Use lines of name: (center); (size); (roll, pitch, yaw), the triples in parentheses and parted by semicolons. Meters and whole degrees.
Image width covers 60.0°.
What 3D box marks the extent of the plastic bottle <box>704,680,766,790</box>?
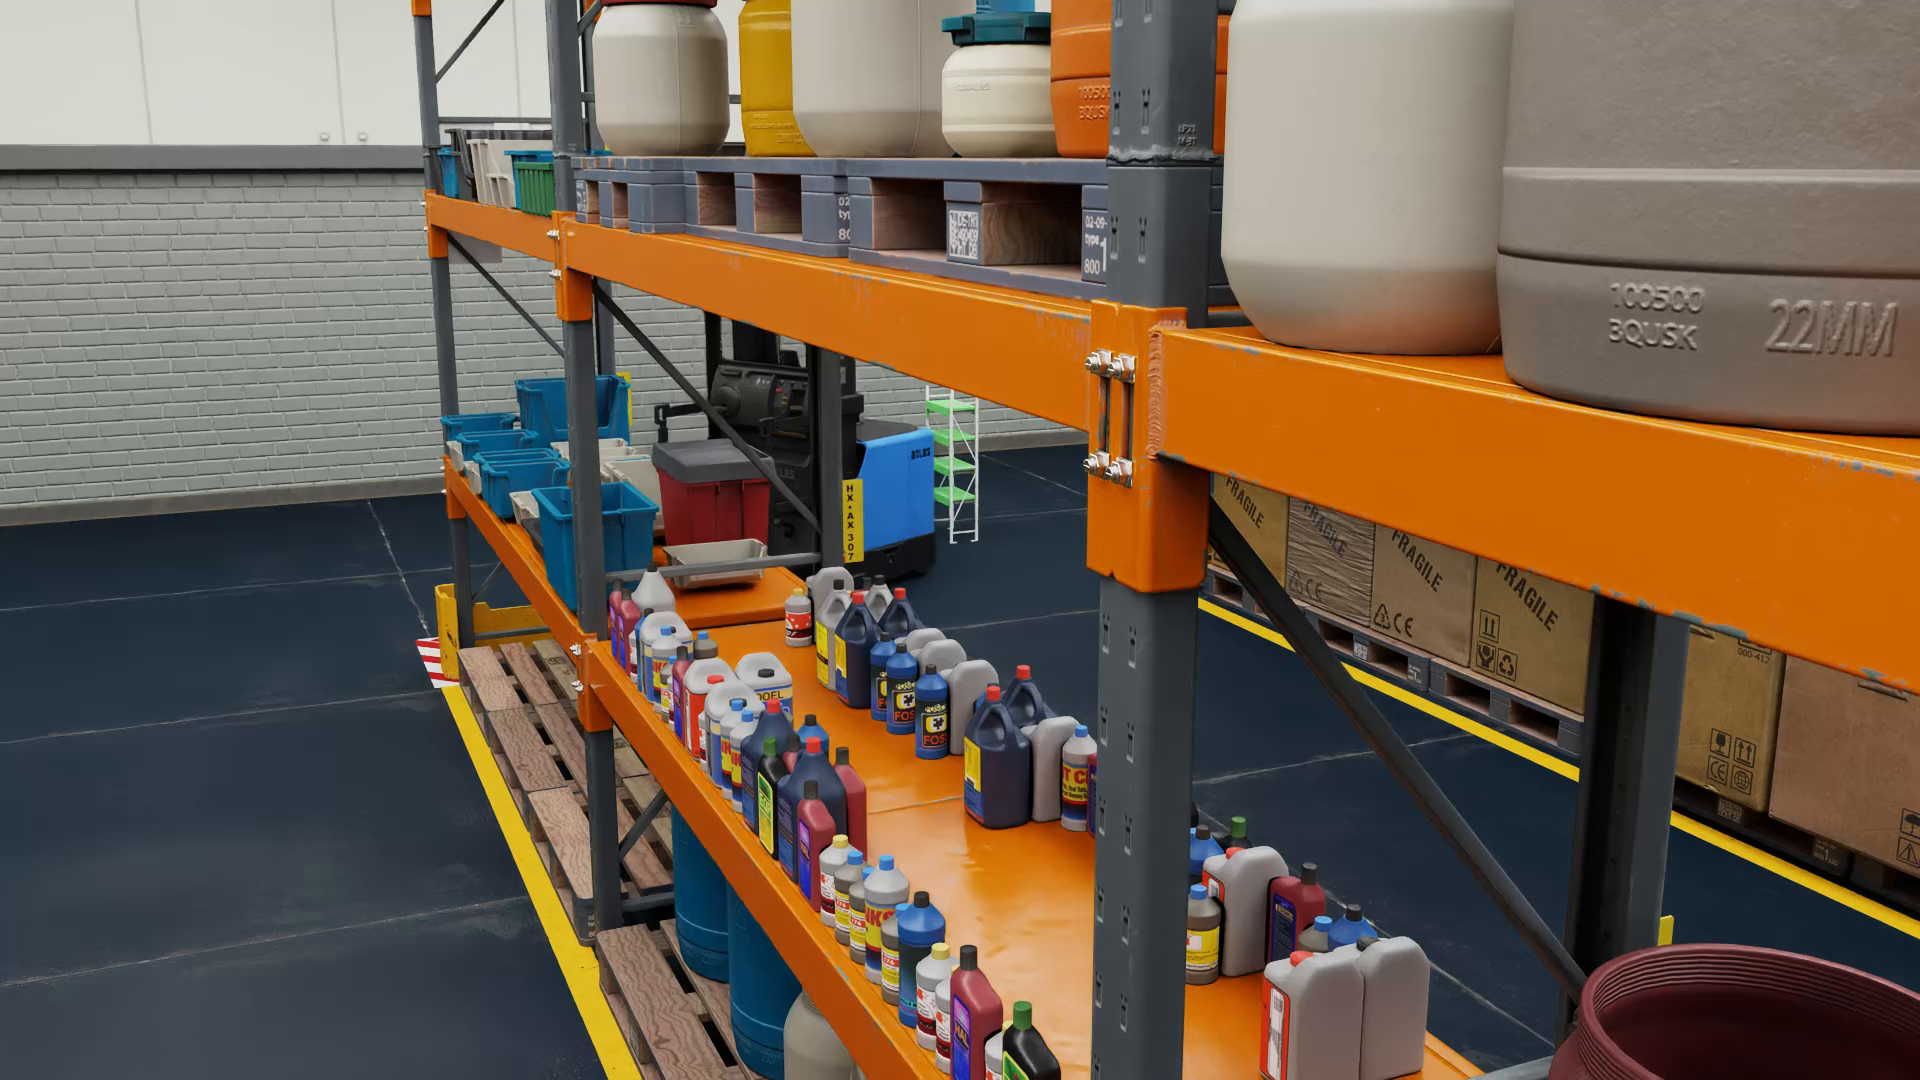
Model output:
plastic bottle: (-0.627, 0.541, 4.655); (0.152, 0.276, 0.135); (-6, 14, -23)

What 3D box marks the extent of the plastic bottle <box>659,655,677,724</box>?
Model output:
plastic bottle: (-0.883, 0.460, 5.169); (0.097, 0.201, 0.097); (0, 13, 0)

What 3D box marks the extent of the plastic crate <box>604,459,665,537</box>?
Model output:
plastic crate: (-1.370, -0.192, 7.678); (0.437, 0.282, 0.530); (-6, 14, -23)

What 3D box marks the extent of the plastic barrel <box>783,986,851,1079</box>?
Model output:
plastic barrel: (-0.296, 1.504, 4.806); (0.421, 0.512, 0.421); (0, 13, 0)

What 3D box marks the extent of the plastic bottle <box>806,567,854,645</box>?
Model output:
plastic bottle: (-0.473, 0.224, 6.024); (0.152, 0.276, 0.135); (-6, 14, -23)

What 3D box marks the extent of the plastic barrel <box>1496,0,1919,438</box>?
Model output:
plastic barrel: (0.806, -0.579, 1.453); (0.600, 0.901, 0.600); (0, 13, 0)

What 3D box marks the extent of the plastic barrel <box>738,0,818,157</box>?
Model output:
plastic barrel: (-0.375, -1.476, 5.094); (0.600, 0.588, 0.600); (0, 13, 0)

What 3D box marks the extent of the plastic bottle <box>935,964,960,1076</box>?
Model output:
plastic bottle: (0.001, 0.916, 3.199); (0.097, 0.201, 0.097); (0, 13, 0)

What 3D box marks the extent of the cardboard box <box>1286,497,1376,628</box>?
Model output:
cardboard box: (2.703, -0.019, 10.580); (0.875, 0.875, 0.875); (-6, 14, -23)

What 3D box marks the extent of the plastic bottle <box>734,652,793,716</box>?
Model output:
plastic bottle: (-0.580, 0.479, 4.921); (0.152, 0.276, 0.135); (-6, 14, -23)

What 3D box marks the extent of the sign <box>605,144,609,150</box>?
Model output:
sign: (-2.031, -2.178, 9.710); (0.100, 0.325, 0.005); (-6, 14, -23)

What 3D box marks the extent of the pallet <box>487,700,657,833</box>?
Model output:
pallet: (-1.749, 1.069, 8.283); (1.003, 0.211, 1.213); (-6, 14, -23)

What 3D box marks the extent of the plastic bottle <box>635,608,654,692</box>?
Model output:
plastic bottle: (-1.015, 0.358, 5.455); (0.097, 0.271, 0.097); (0, 13, 0)

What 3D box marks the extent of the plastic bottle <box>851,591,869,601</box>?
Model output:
plastic bottle: (-0.326, 0.300, 5.698); (0.152, 0.276, 0.135); (-6, 14, -23)

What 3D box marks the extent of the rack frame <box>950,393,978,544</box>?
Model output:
rack frame: (0.031, -0.568, 13.165); (0.240, 1.200, 0.015); (-6, 14, -23)

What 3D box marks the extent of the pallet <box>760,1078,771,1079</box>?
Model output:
pallet: (-0.163, 1.886, 4.755); (1.003, 0.211, 1.213); (-6, 14, -23)

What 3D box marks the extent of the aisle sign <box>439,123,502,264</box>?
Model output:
aisle sign: (-2.830, -1.970, 9.462); (0.394, 0.787, 0.004); (-6, 14, -23)

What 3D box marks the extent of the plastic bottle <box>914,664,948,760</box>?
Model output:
plastic bottle: (-0.084, 0.497, 4.856); (0.097, 0.271, 0.097); (0, 13, 0)

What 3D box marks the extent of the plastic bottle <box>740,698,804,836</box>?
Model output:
plastic bottle: (-0.488, 0.578, 4.328); (0.144, 0.351, 0.185); (-6, 14, -23)

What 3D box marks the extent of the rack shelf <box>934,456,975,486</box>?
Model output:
rack shelf: (-0.066, -0.556, 13.397); (0.258, 0.148, 0.480); (-6, 14, -23)

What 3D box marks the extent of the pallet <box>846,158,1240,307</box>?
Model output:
pallet: (0.459, -0.598, 3.070); (1.003, 0.211, 1.213); (-6, 14, -23)

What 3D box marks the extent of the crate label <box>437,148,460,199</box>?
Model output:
crate label: (-2.455, -1.884, 8.536); (0.408, 0.251, 0.502); (-6, 14, -23)

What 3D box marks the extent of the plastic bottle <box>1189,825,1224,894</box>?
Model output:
plastic bottle: (0.536, 0.765, 3.696); (0.097, 0.271, 0.097); (0, 13, 0)

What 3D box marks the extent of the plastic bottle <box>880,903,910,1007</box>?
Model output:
plastic bottle: (-0.116, 0.856, 3.459); (0.097, 0.201, 0.097); (0, 13, 0)

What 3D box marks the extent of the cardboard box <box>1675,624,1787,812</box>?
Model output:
cardboard box: (3.886, 0.625, 7.798); (1.225, 0.875, 0.875); (-6, 14, -23)

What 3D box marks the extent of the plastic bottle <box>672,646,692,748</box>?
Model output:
plastic bottle: (-0.815, 0.466, 4.963); (0.061, 0.283, 0.133); (-6, 14, -23)

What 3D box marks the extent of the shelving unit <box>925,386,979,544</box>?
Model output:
shelving unit: (-0.066, -0.619, 13.382); (0.258, 1.200, 0.503); (-6, 14, -23)

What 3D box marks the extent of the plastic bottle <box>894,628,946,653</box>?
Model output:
plastic bottle: (-0.124, 0.404, 5.248); (0.152, 0.276, 0.135); (-6, 14, -23)

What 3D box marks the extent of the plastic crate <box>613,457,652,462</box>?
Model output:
plastic crate: (-1.471, -0.262, 8.086); (0.416, 0.233, 0.300); (-6, 14, -23)

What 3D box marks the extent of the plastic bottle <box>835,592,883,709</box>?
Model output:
plastic bottle: (-0.317, 0.347, 5.328); (0.144, 0.351, 0.185); (-6, 14, -23)

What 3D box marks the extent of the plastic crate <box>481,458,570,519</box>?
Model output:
plastic crate: (-2.084, -0.248, 8.027); (0.416, 0.233, 0.300); (-6, 14, -23)

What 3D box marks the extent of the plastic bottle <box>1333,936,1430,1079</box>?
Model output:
plastic bottle: (0.798, 0.880, 3.192); (0.152, 0.276, 0.135); (-6, 14, -23)

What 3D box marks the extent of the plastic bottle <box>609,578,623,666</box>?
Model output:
plastic bottle: (-1.171, 0.283, 5.755); (0.061, 0.283, 0.133); (-6, 14, -23)

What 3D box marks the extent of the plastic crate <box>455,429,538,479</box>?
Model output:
plastic crate: (-2.468, -0.446, 8.882); (0.416, 0.233, 0.300); (-6, 14, -23)

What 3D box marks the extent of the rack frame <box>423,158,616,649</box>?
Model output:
rack frame: (-2.529, -0.715, 9.807); (1.000, 3.000, 0.127); (-6, 14, -23)

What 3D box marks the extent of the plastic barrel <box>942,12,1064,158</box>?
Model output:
plastic barrel: (0.112, -0.869, 3.195); (0.301, 0.262, 0.301); (0, 13, 0)

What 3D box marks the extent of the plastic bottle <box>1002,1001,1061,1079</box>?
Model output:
plastic bottle: (0.123, 0.950, 2.873); (0.061, 0.283, 0.133); (-6, 14, -23)

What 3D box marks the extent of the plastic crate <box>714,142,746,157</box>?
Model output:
plastic crate: (-1.173, -1.568, 7.129); (0.497, 0.269, 0.590); (-6, 14, -23)

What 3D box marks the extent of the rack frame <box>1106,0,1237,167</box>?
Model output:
rack frame: (0.676, -1.985, 1.989); (1.000, 3.000, 0.127); (-6, 14, -23)

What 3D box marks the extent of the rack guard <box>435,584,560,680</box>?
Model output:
rack guard: (-2.550, 0.499, 10.105); (1.175, 0.500, 0.348); (-6, 14, -23)

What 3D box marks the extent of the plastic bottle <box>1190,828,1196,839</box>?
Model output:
plastic bottle: (0.538, 0.766, 3.847); (0.097, 0.201, 0.097); (0, 13, 0)

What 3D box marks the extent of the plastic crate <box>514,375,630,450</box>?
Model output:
plastic crate: (-2.224, -0.709, 9.570); (0.616, 0.435, 0.499); (-6, 14, -23)

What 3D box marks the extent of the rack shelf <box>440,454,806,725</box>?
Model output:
rack shelf: (-1.728, 0.049, 8.103); (1.077, 0.370, 4.000); (-6, 14, -23)

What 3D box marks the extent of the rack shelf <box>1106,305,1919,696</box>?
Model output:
rack shelf: (1.477, 0.240, 0.623); (1.077, 0.370, 4.000); (-6, 14, -23)

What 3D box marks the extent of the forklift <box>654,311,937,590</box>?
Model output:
forklift: (-1.478, -1.002, 11.200); (1.130, 2.935, 3.031); (10, 16, 37)

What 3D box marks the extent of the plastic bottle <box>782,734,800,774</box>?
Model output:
plastic bottle: (-0.407, 0.642, 4.201); (0.061, 0.283, 0.133); (-6, 14, -23)

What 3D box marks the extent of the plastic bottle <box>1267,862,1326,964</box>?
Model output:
plastic bottle: (0.709, 0.804, 3.502); (0.061, 0.283, 0.133); (-6, 14, -23)

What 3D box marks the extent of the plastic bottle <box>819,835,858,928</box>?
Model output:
plastic bottle: (-0.272, 0.776, 3.807); (0.097, 0.201, 0.097); (0, 13, 0)

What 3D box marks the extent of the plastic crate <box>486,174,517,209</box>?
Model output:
plastic crate: (-1.785, -1.450, 6.914); (0.293, 0.136, 0.466); (-6, 14, -23)

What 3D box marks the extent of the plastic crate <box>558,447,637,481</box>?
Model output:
plastic crate: (-1.934, -0.402, 8.908); (0.396, 0.136, 0.243); (-6, 14, -23)

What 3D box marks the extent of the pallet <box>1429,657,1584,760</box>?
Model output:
pallet: (3.379, 0.858, 9.193); (1.003, 0.211, 1.213); (-6, 14, -23)

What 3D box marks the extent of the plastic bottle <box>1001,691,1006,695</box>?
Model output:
plastic bottle: (0.157, 0.520, 4.731); (0.061, 0.283, 0.133); (-6, 14, -23)

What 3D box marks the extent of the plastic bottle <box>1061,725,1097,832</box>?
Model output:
plastic bottle: (0.314, 0.617, 4.338); (0.097, 0.271, 0.097); (0, 13, 0)
